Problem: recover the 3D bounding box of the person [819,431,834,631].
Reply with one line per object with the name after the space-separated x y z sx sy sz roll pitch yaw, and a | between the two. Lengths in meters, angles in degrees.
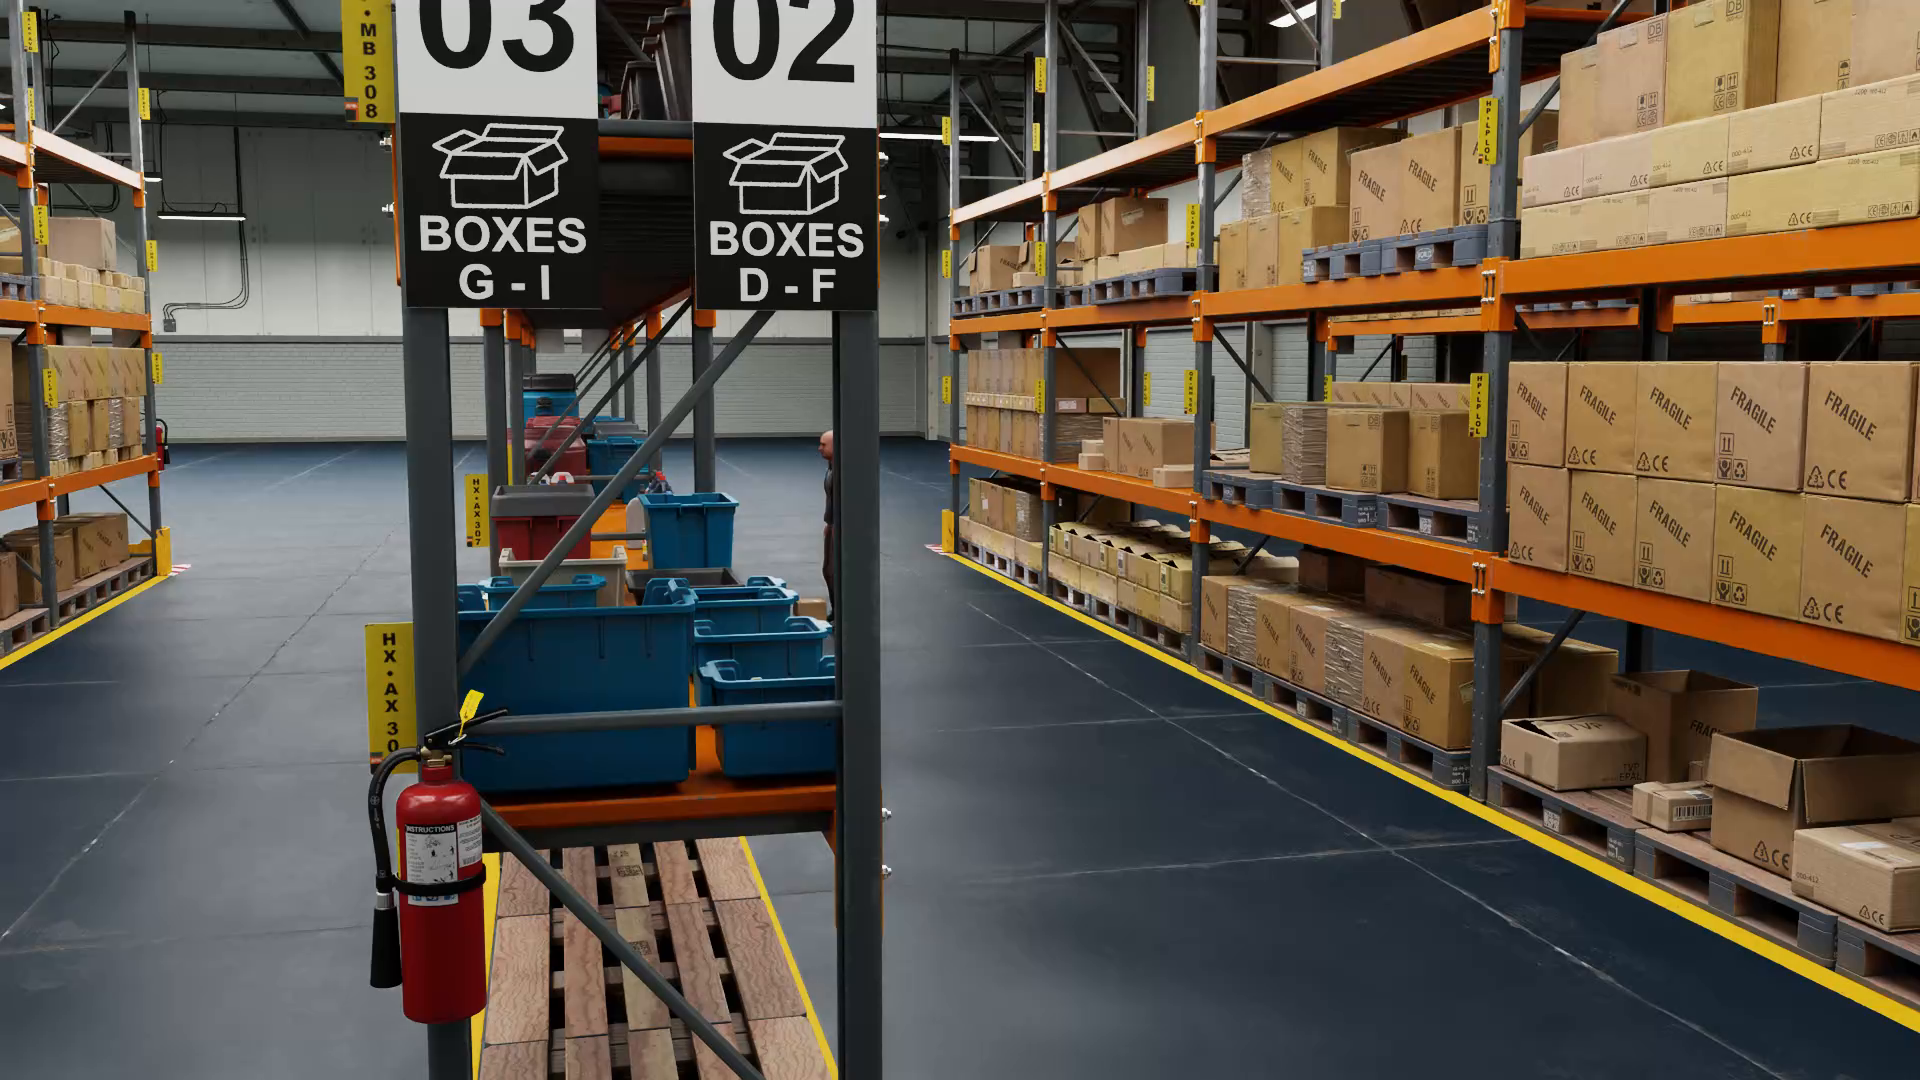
-1.031 -0.091 14.416 0.427 1.719 0.582 -2 6 -17 | person
